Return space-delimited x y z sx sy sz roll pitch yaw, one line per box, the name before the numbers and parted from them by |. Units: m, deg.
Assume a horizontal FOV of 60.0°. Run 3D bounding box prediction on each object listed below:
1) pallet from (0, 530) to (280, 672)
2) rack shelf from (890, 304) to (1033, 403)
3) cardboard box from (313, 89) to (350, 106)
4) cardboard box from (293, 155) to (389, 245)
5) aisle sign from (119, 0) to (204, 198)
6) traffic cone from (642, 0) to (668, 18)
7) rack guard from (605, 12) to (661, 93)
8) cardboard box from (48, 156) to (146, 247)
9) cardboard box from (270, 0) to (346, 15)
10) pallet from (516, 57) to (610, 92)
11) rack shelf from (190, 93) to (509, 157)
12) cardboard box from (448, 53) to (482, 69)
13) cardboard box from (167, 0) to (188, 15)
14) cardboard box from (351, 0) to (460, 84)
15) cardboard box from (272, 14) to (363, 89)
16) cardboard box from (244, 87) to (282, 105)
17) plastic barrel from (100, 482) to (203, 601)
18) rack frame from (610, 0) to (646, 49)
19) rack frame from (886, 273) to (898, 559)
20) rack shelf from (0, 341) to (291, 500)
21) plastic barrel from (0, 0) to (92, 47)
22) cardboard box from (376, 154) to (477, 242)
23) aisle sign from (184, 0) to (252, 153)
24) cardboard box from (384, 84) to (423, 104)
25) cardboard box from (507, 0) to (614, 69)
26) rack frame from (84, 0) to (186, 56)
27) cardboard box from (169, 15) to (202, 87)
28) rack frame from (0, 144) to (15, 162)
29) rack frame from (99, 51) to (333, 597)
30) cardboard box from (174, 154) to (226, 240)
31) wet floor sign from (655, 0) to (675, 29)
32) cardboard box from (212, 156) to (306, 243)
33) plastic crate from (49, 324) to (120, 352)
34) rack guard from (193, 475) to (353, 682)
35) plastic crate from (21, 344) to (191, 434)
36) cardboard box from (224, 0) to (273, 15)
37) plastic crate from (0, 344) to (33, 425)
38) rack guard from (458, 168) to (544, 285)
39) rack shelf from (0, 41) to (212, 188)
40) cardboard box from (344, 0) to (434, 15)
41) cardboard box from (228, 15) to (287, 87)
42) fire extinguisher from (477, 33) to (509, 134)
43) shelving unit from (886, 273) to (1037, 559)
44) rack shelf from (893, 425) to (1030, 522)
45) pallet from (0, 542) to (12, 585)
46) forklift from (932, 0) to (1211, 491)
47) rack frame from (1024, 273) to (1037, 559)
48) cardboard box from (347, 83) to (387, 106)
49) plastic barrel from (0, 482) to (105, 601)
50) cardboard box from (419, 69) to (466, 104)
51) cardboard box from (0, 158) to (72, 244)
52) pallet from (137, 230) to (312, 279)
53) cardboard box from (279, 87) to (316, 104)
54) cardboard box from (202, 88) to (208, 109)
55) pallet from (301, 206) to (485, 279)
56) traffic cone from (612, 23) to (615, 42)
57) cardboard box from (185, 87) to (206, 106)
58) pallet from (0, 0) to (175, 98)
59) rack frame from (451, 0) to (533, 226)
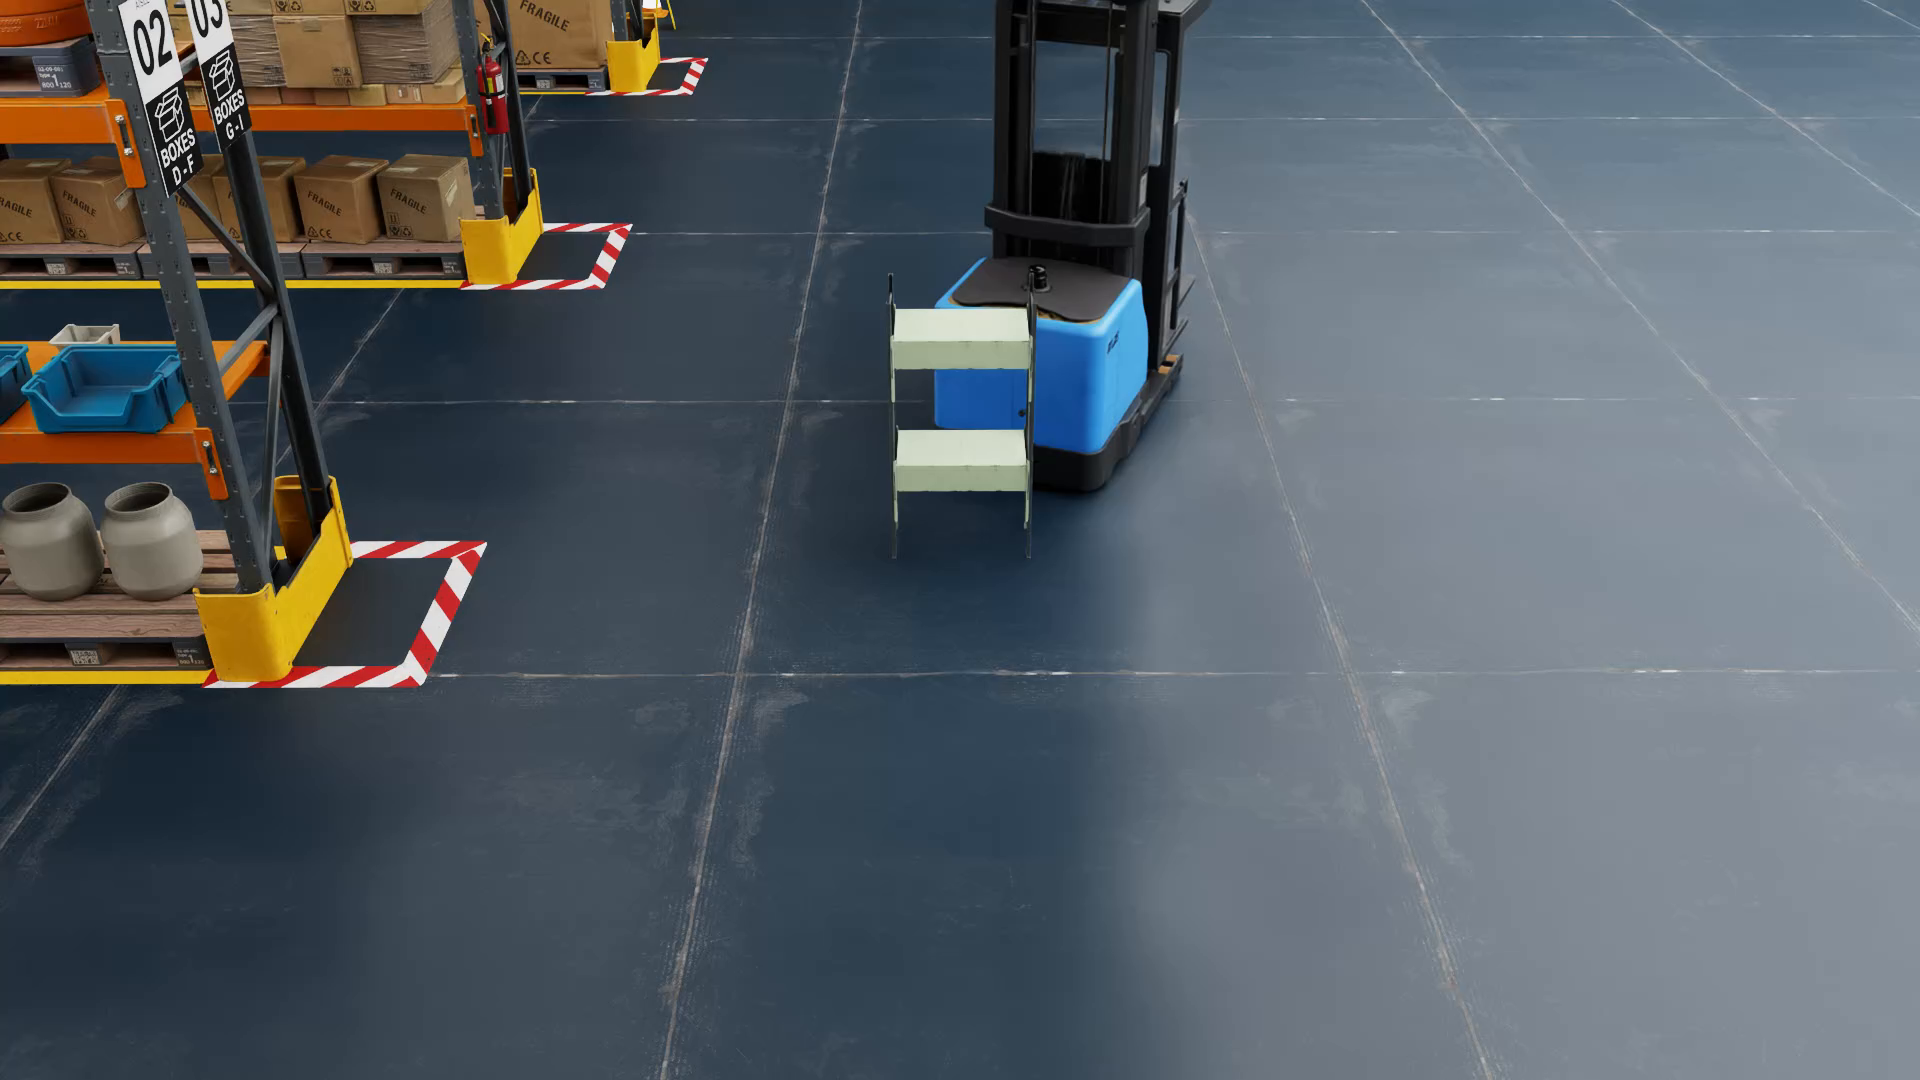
pallet | -4.287 0.298 8.555 1.213 0.211 1.003 0 31 0
rack shelf | 0.007 -0.975 8.659 0.720 0.370 0.431 0 31 0
cardboard box | -4.463 -3.252 11.960 0.250 0.149 0.380 0 31 0
cardboard box | -4.651 -2.586 12.625 0.500 0.500 0.500 8 32 13
aisle sign | -3.325 -1.876 6.944 0.004 0.787 0.394 0 31 0
traffic cone | -3.564 -6.298 19.185 0.334 0.463 0.336 0 31 0
rack guard | -3.334 -4.992 16.996 0.348 0.500 1.175 0 31 0
cardboard box | -6.456 -2.572 12.603 0.500 0.500 0.500 10 33 15
cardboard box | -4.477 -3.951 11.523 0.500 0.500 0.500 0 31 0
pallet | -4.157 -4.826 17.000 1.213 0.211 1.003 0 31 0
rack shelf | -5.429 -3.174 12.283 4.000 0.370 1.077 0 31 0
cardboard box | -3.715 -3.503 12.374 0.250 0.149 0.380 0 31 0
cardboard box | -5.478 -3.953 11.527 0.500 0.500 0.500 0 31 0
cardboard box | -3.979 -3.670 12.024 0.500 0.500 0.875 0 31 0
cardboard box | -4.478 -3.606 11.919 0.500 0.500 0.875 0 31 0
cardboard box | -4.963 -3.260 11.974 0.250 0.149 0.380 0 31 0
plastic barrel | -4.057 0.007 8.340 0.421 0.512 0.421 0 31 0
rack frame | -3.358 -6.061 16.348 0.127 3.000 1.000 0 31 0
rack frame | -0.359 -0.640 8.859 0.023 1.500 0.400 0 31 0
rack shelf | -5.399 -0.605 8.049 4.000 0.370 1.077 0 31 0
plastic barrel | -3.884 -2.497 6.763 0.708 0.830 0.600 0 31 0
cardboard box | -4.054 -2.605 12.657 0.500 0.500 0.500 5 32 9
aisle sign | -3.329 -2.182 7.449 0.004 0.787 0.394 0 31 0
cardboard box | -3.963 -3.272 11.993 0.250 0.149 0.380 0 31 0
cardboard box | -4.036 -5.296 16.730 0.875 0.875 0.875 0 31 0
rack frame | -3.399 -3.483 6.316 0.127 3.000 1.000 0 31 0
cardboard box | -5.479 -3.632 11.961 0.500 0.500 0.875 0 31 0
rack frame | -7.429 -3.475 12.086 0.127 3.000 1.000 0 31 0
rack frame | -3.399 -0.919 7.872 0.127 3.000 1.000 0 31 0
cardboard box | -5.836 -2.615 12.673 0.500 0.500 0.500 -3 31 -5
wet floor sign | -3.341 -6.082 18.651 0.232 0.644 0.267 -5 32 -9
cardboard box | -5.277 -2.594 12.638 0.500 0.500 0.500 3 31 4
plastic crate | -4.296 -0.970 8.211 0.250 0.136 0.298 0 31 0
rack guard | -3.475 0.175 8.480 0.348 0.500 1.175 0 31 0
plastic crate | -3.898 -0.698 7.653 0.616 0.251 0.499 0 31 0
cardboard box | -4.977 -3.951 11.522 0.500 0.500 0.500 0 31 0
plastic crate | -4.547 -0.699 7.654 0.408 0.251 0.499 0 31 0
rack guard | -3.505 -2.419 12.755 0.348 0.500 1.175 0 31 0
rack shelf | -5.399 -1.887 7.271 4.000 0.370 1.077 0 31 0
cardboard box | -3.978 -3.955 11.530 0.500 0.500 0.500 0 31 0
cardboard box | -4.979 -3.627 11.954 0.500 0.500 0.875 0 31 0
fire extinguisher | -3.312 -3.216 11.734 0.183 0.674 0.296 0 31 0
shelving unit | 0.007 -0.641 8.861 0.755 1.500 0.431 0 31 0
rack shelf | 0.007 -0.363 9.030 0.720 0.370 0.431 0 31 0
pallet | -5.504 0.300 8.552 1.213 0.211 1.003 0 31 0
forklift | 0.834 -2.289 10.197 1.130 2.935 3.031 11 33 18
rack frame | 0.373 -0.642 8.863 0.023 1.500 0.400 0 31 0
cardboard box | -4.212 -3.244 11.948 0.250 0.149 0.380 0 31 0
plastic barrel | -4.558 0.009 8.337 0.421 0.512 0.421 0 31 0
cardboard box | -3.713 -3.272 11.994 0.250 0.149 0.380 0 31 0
cardboard box | -7.029 -2.567 12.594 0.500 0.500 0.500 -1 31 -2
pallet | -5.535 -2.309 12.852 1.213 0.211 1.003 0 31 0
cardboard box | -4.713 -3.272 11.994 0.250 0.149 0.380 0 31 0
cardboard box | -5.212 -3.213 11.896 0.250 0.149 0.380 0 31 0
pallet | -4.318 -2.311 12.856 1.213 0.211 1.003 0 31 0
traffic cone | -3.897 -5.711 18.217 0.334 0.463 0.336 0 31 0
cardboard box | -5.463 -3.249 11.955 0.250 0.149 0.380 0 31 0
pallet | -4.227 -2.168 7.223 1.213 0.211 1.003 0 31 0
rack frame | -3.429 -3.488 12.107 0.127 3.000 1.000 0 31 0
